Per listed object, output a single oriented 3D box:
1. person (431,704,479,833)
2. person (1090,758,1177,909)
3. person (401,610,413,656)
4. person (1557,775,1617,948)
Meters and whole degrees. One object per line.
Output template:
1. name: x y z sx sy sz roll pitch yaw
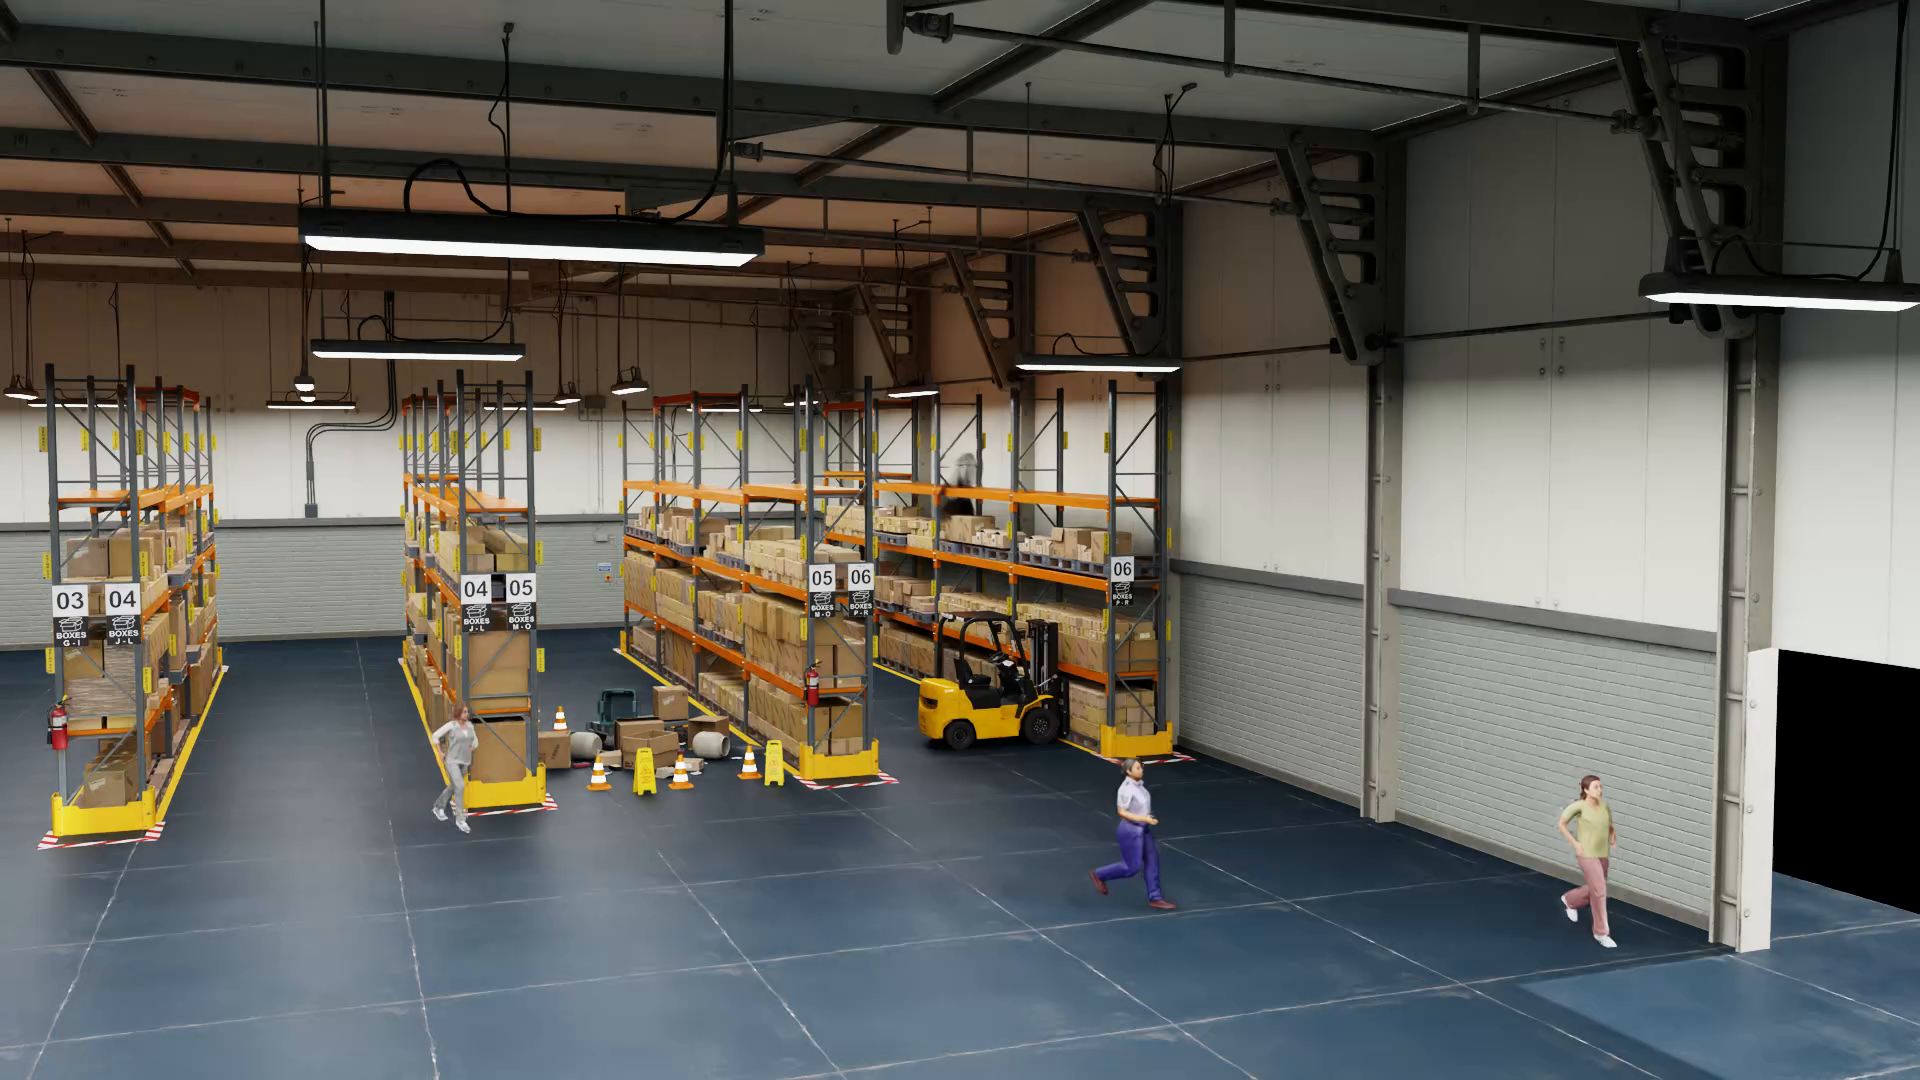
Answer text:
1. person: -6.556 2.937 21.702 0.818 1.616 0.538 2 4 34
2. person: 1.880 3.145 17.899 0.932 1.614 0.621 2 4 25
3. person: -12.620 1.947 38.906 0.928 1.545 0.712 -2 4 -31
4. person: 6.350 3.193 16.804 0.588 1.667 0.835 -1 4 -21
